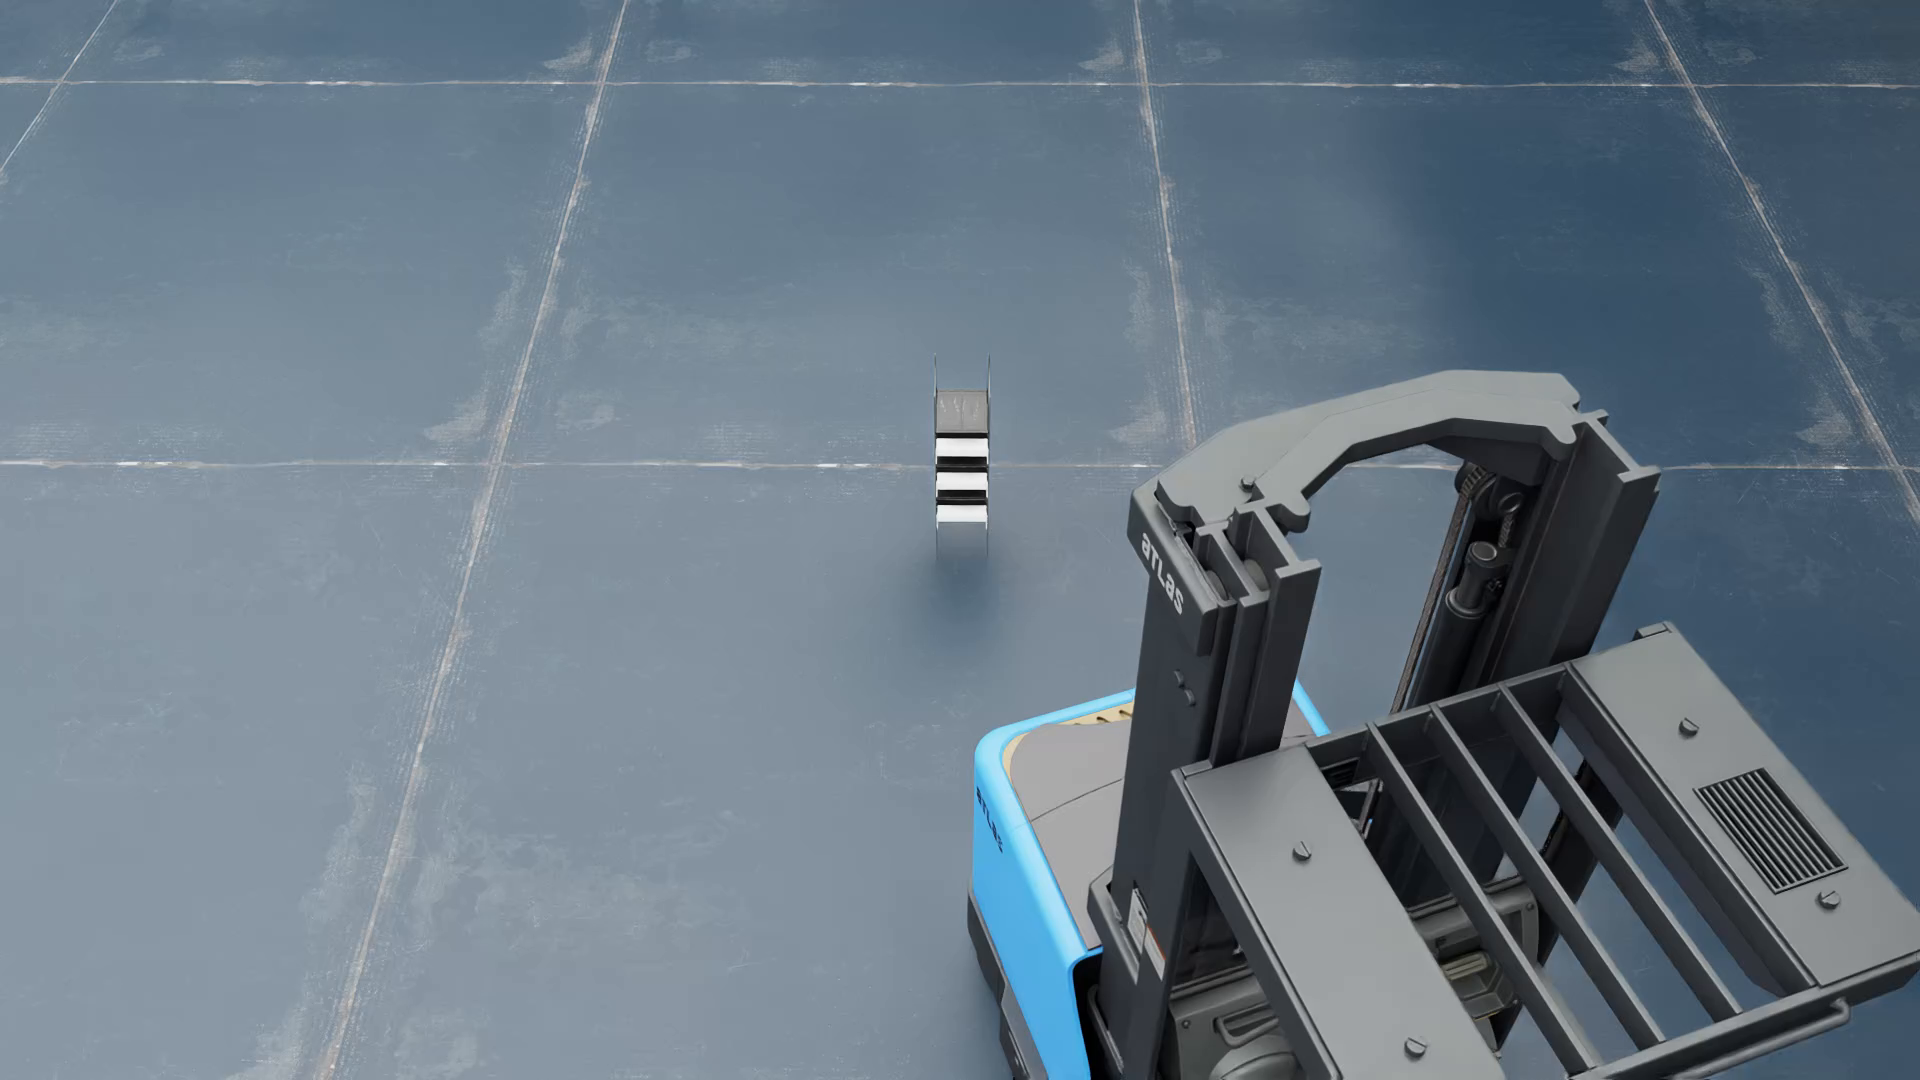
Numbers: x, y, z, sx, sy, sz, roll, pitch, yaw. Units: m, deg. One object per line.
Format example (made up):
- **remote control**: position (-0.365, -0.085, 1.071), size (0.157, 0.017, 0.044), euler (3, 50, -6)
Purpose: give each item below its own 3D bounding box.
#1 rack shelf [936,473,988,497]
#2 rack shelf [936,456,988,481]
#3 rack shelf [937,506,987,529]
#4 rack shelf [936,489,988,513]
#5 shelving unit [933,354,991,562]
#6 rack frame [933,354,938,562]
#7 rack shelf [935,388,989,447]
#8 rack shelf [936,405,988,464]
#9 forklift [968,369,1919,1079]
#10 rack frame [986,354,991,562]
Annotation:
- **rack shelf**: position (0.008, -0.284, 6.526), size (0.200, 0.077, 0.258), euler (0, 47, 0)
- **rack shelf**: position (0.008, -0.345, 6.460), size (0.200, 0.077, 0.258), euler (0, 47, 0)
- **rack shelf**: position (0.008, -0.161, 6.658), size (0.200, 0.077, 0.258), euler (0, 47, 0)
- **rack shelf**: position (0.008, -0.223, 6.592), size (0.200, 0.077, 0.258), euler (0, 47, 0)
- **shelving unit**: position (0.008, -0.307, 6.501), size (0.210, 0.900, 0.258), euler (0, 47, 0)
- **rack frame**: position (-0.094, -0.307, 6.502), size (0.006, 0.900, 0.240), euler (0, 47, 0)
- **rack shelf**: position (0.008, -0.468, 6.328), size (0.200, 0.077, 0.258), euler (0, 47, 0)
- **rack shelf**: position (0.008, -0.406, 6.394), size (0.200, 0.077, 0.258), euler (0, 47, 0)
- **forklift**: position (0.997, 1.199, 3.712), size (1.130, 2.935, 3.031), euler (-15, 49, -13)
- **rack frame**: position (0.110, -0.306, 6.501), size (0.006, 0.900, 0.240), euler (0, 47, 0)
